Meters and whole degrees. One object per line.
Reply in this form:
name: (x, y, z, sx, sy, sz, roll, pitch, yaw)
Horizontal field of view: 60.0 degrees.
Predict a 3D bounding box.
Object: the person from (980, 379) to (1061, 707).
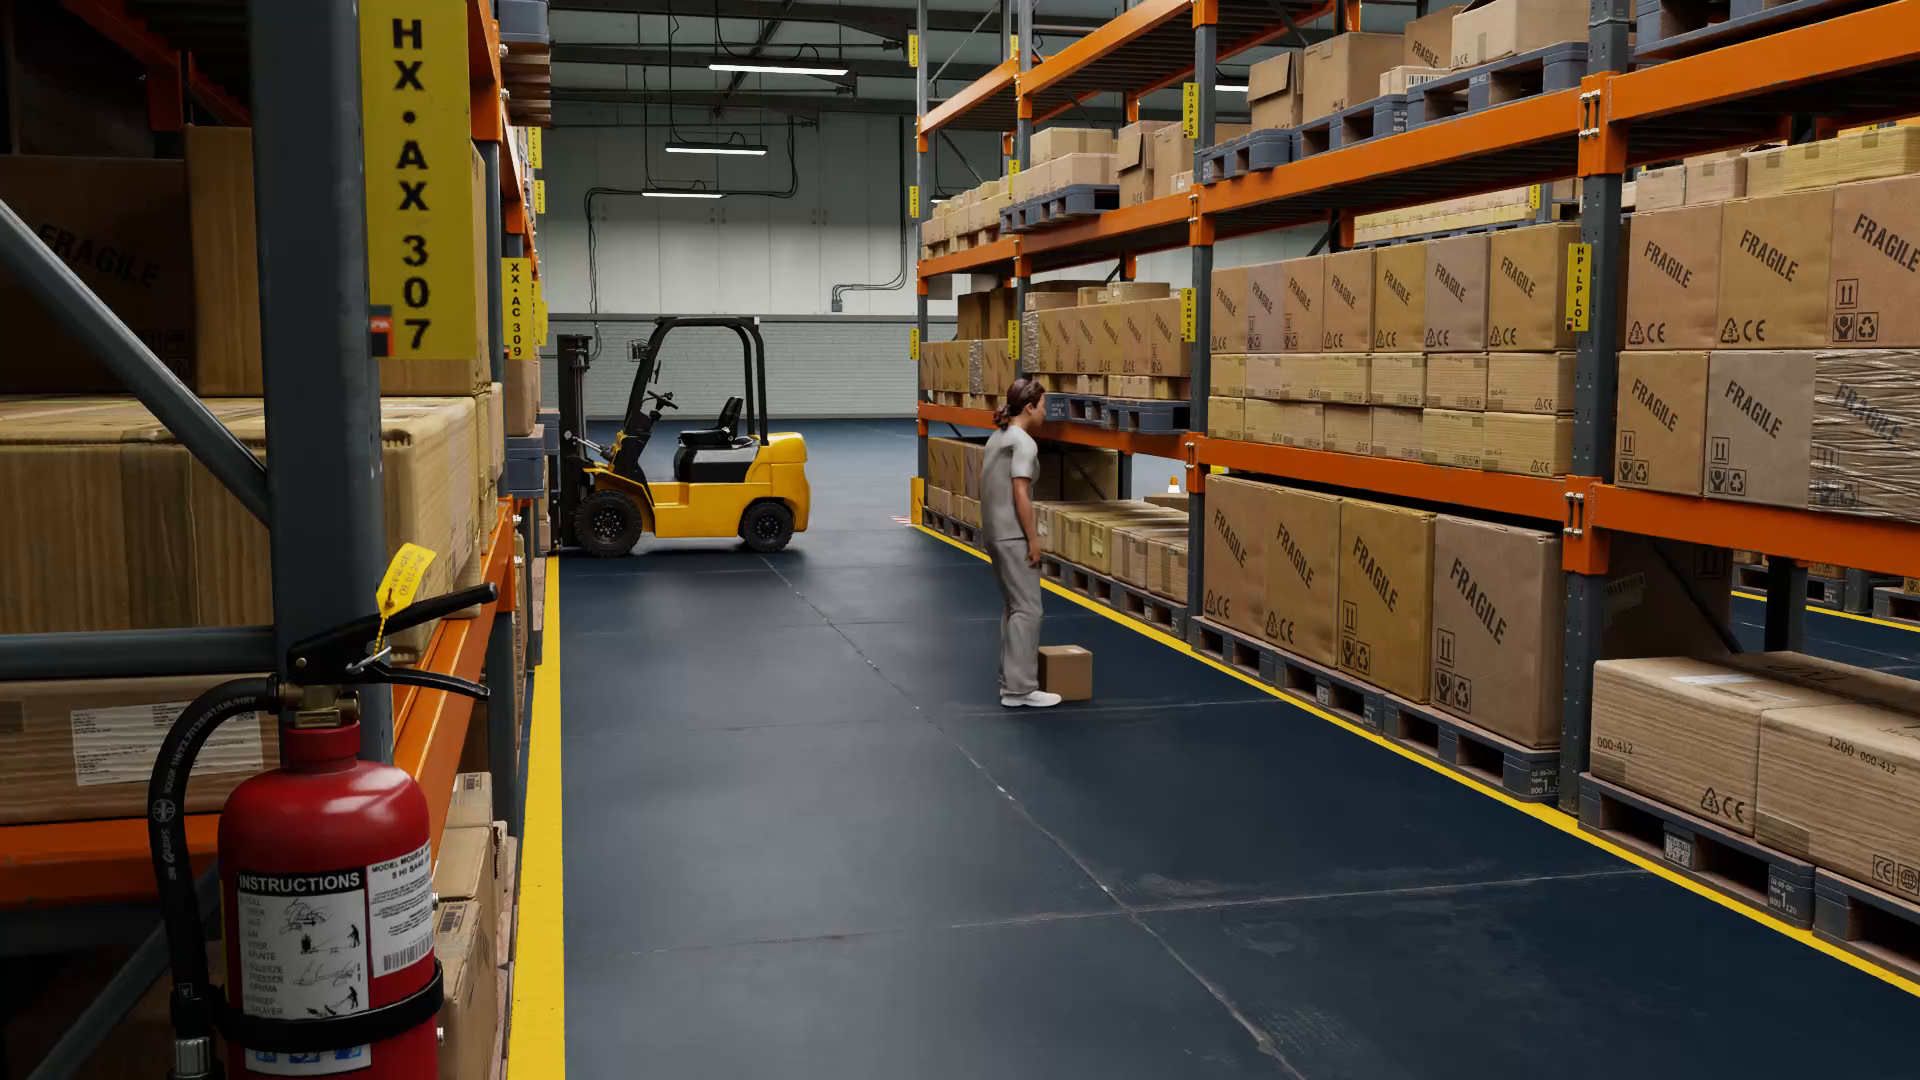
person: (0.322, 0.004, 8.617, 0.416, 1.671, 0.496, -2, 6, -16)
